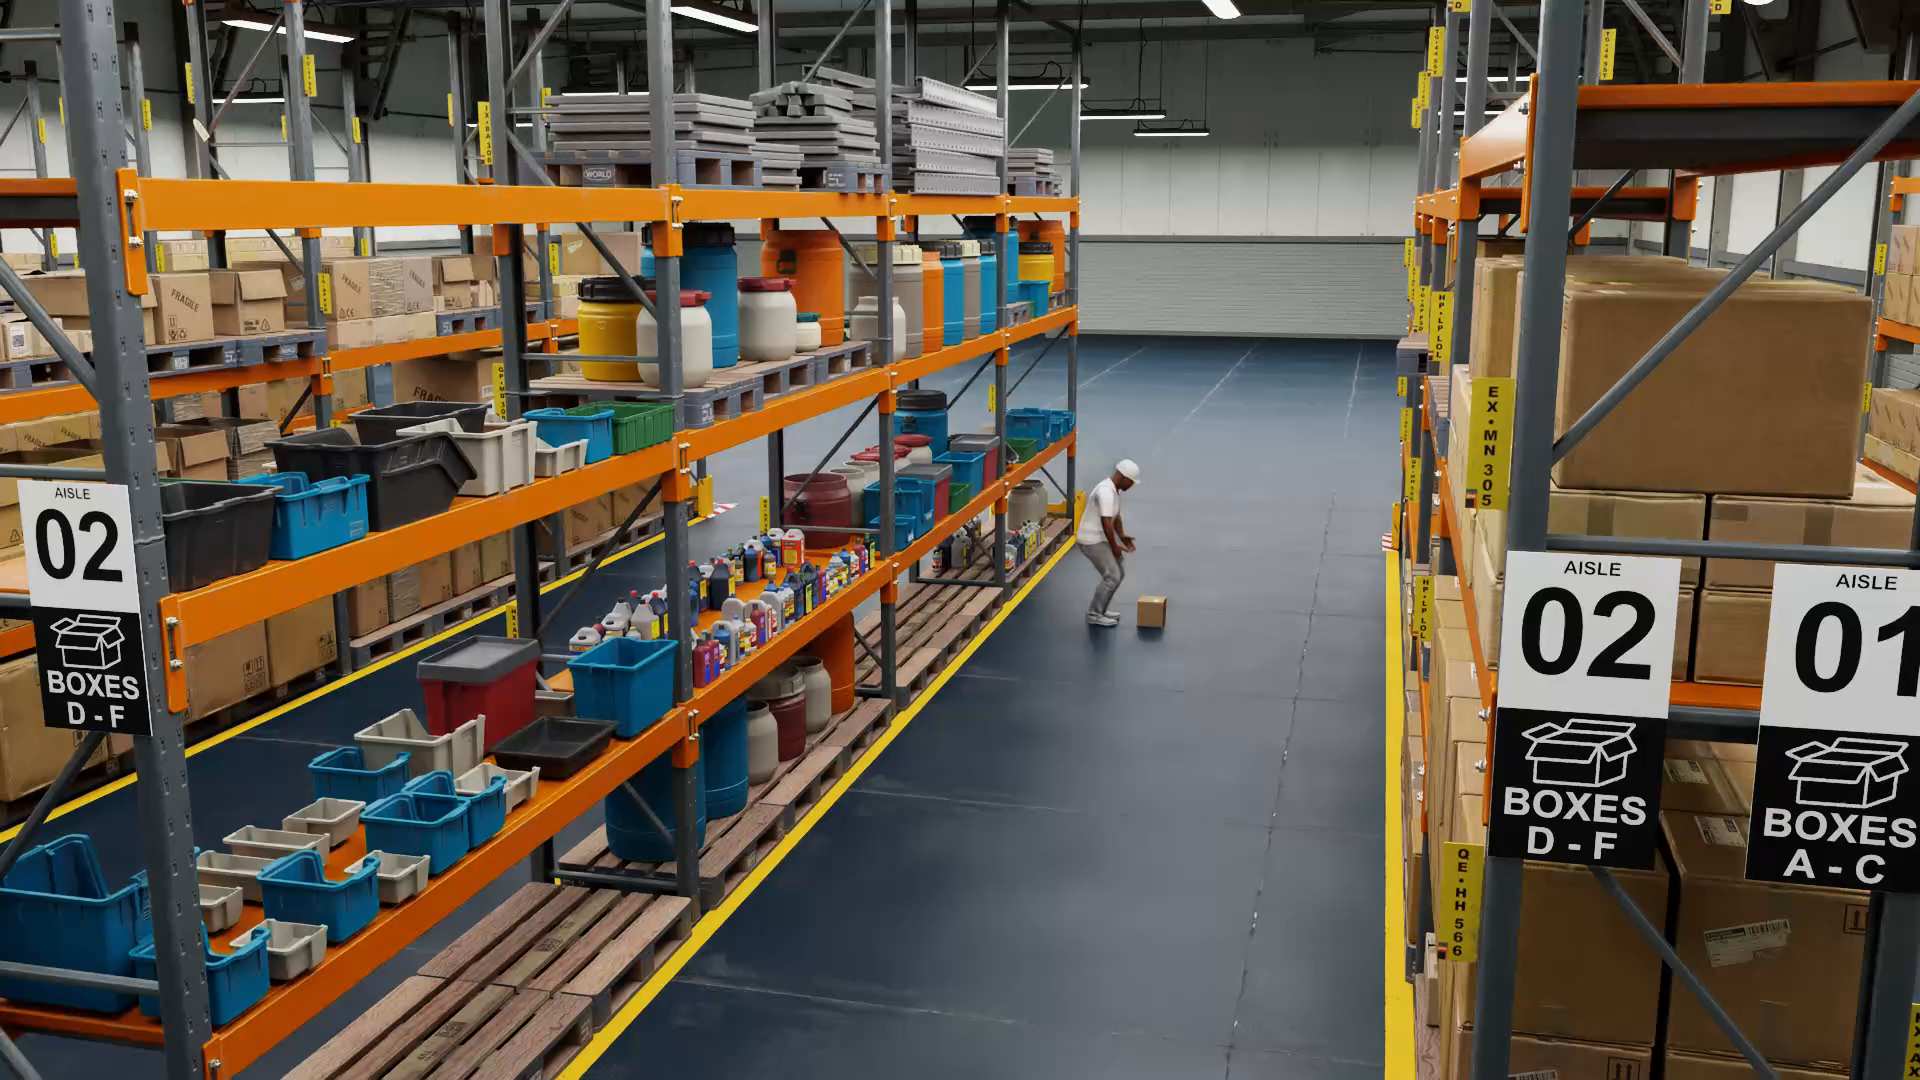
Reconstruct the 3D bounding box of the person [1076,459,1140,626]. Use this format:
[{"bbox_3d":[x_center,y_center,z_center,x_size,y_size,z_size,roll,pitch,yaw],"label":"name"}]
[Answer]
[{"bbox_3d":[1.450,0.008,16.245,0.599,1.610,0.616,3,12,15],"label":"person"}]
